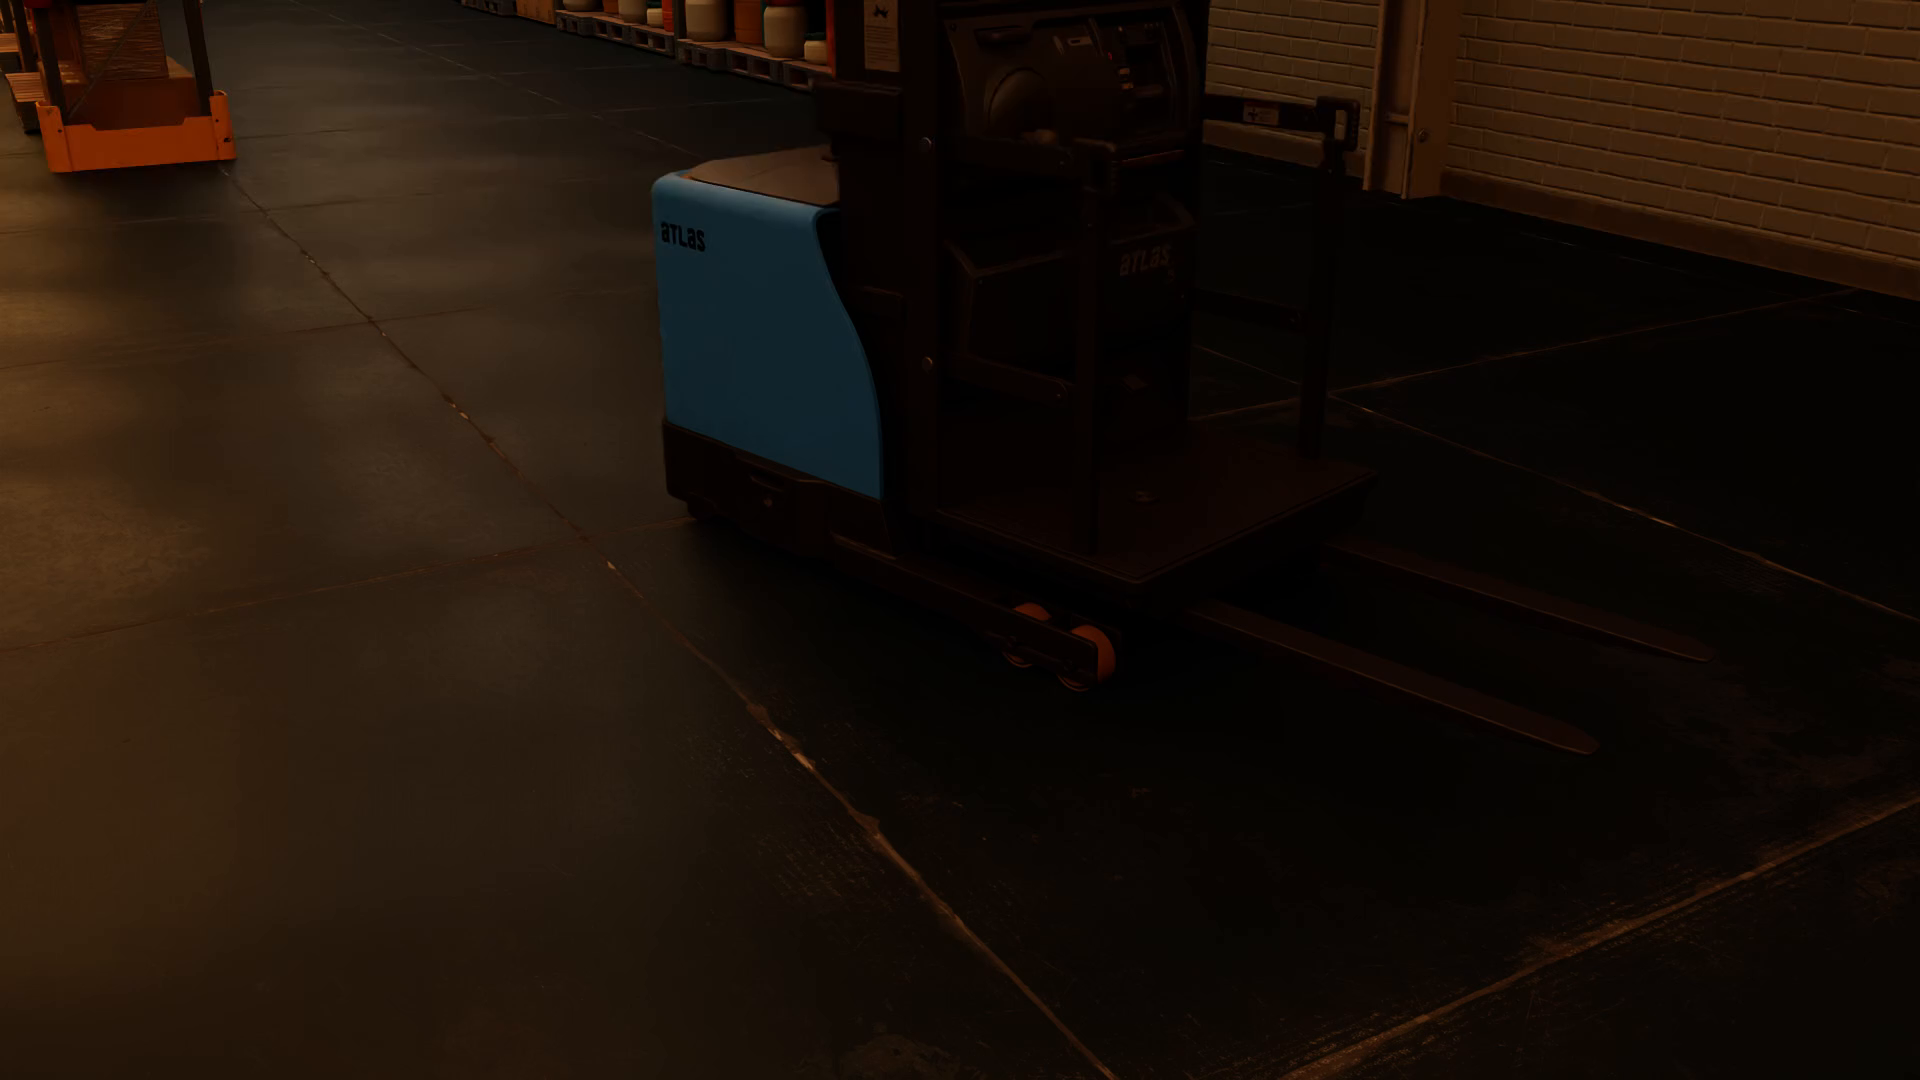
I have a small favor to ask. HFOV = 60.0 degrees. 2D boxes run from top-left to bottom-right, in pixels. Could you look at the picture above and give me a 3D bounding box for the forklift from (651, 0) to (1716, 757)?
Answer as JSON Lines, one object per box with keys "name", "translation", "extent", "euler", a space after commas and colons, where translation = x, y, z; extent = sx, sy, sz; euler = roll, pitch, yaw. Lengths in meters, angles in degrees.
{"name": "forklift", "translation": [0.461, -1.195, 4.186], "extent": [3.031, 2.935, 1.130], "euler": [20, 30, 40]}
